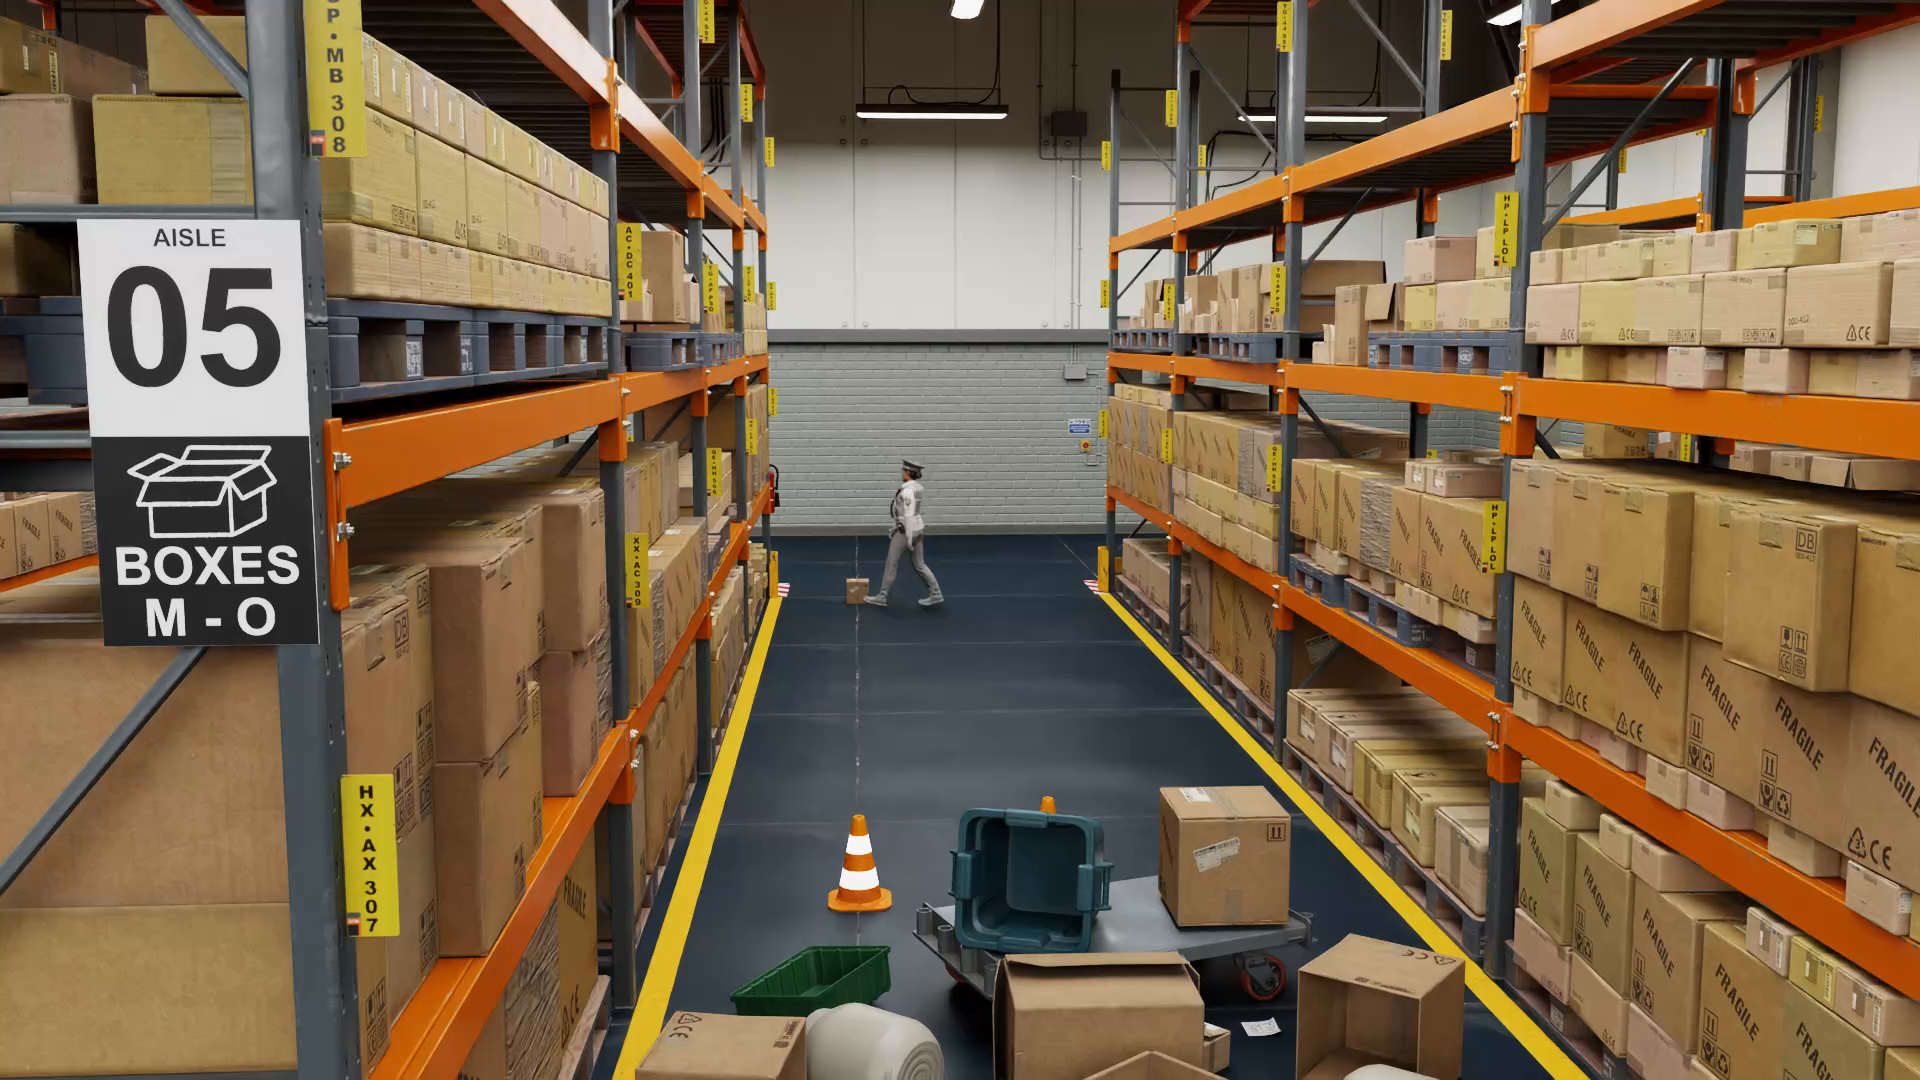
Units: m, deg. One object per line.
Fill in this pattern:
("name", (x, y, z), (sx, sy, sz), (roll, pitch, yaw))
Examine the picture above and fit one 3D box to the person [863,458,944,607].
("person", (-0.621, -0.086, 18.423), (0.877, 1.641, 0.491), (2, 7, 20))
